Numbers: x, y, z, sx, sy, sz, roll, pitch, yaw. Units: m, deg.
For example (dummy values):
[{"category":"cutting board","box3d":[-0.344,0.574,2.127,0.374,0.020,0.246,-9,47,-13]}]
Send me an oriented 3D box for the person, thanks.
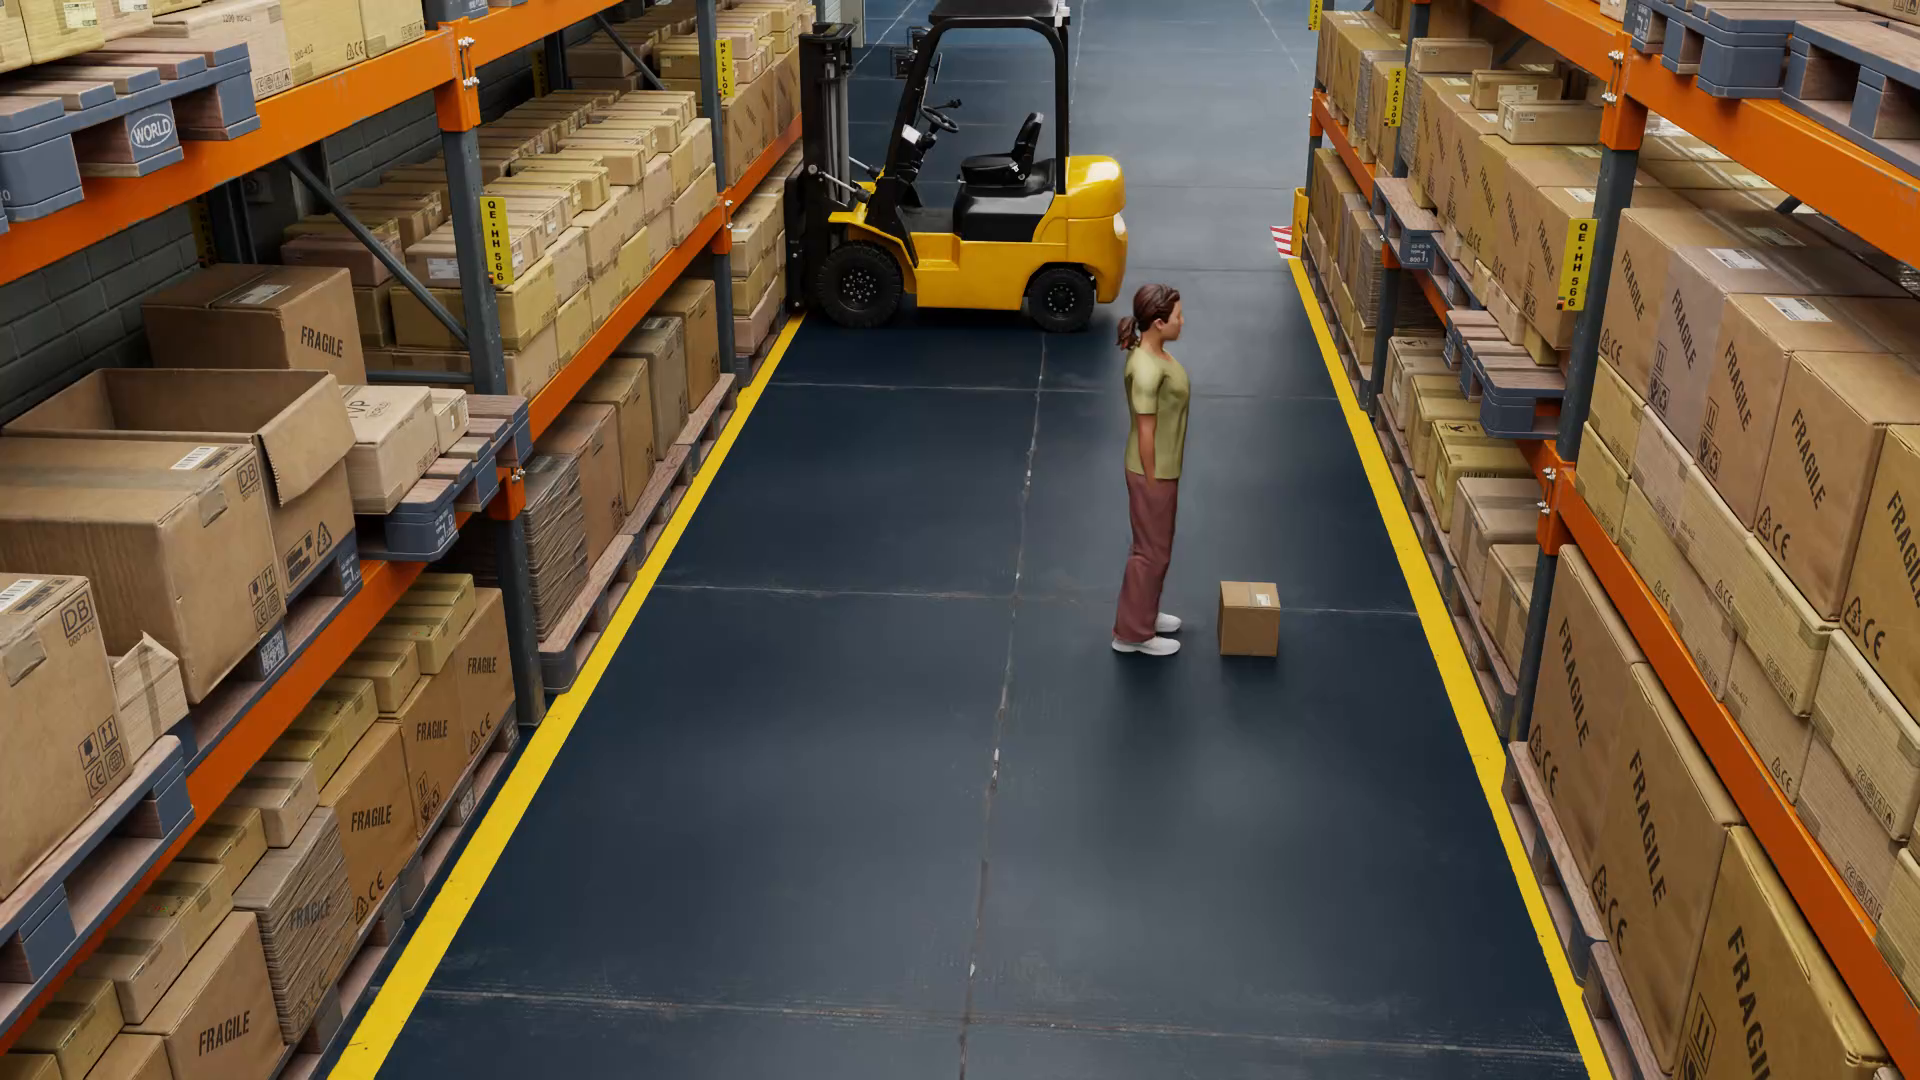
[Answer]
[{"category":"person","box3d":[0.835,-0.311,7.294,0.365,1.670,0.442,2,25,5]}]
